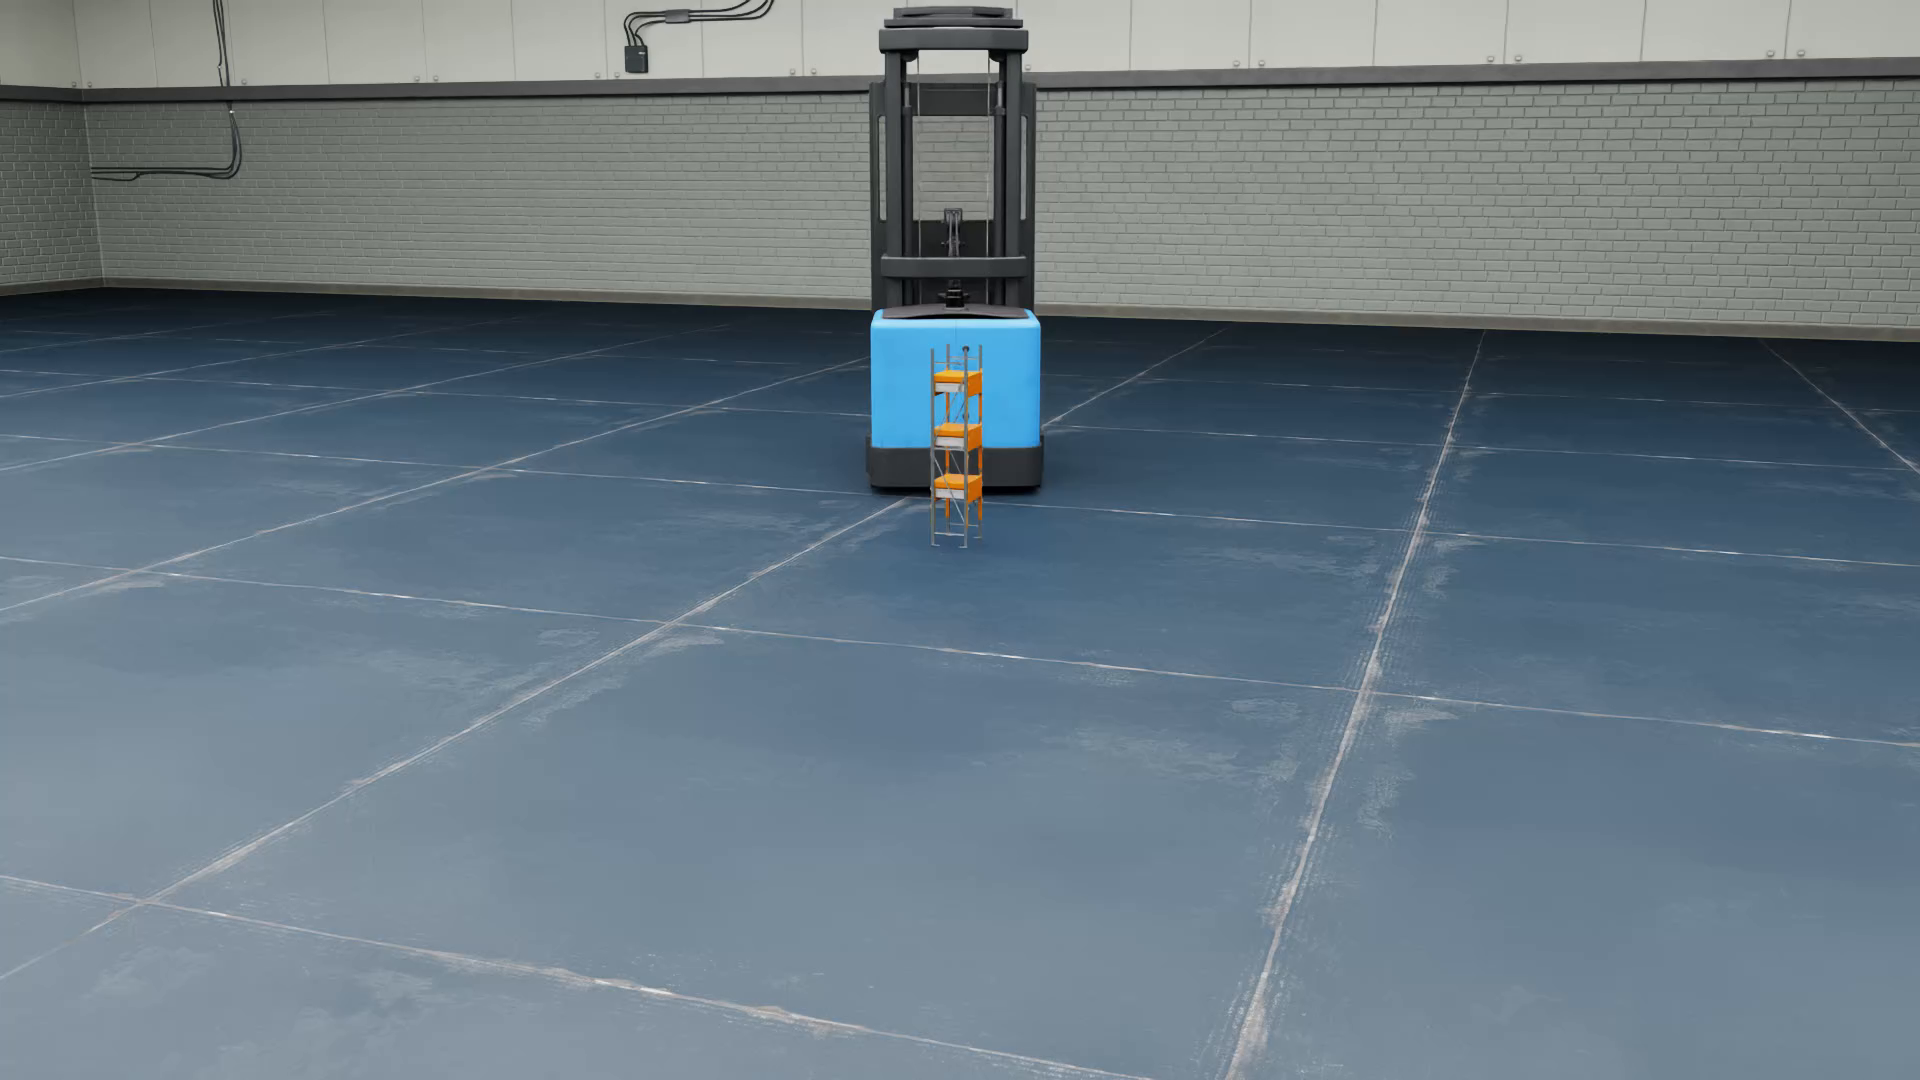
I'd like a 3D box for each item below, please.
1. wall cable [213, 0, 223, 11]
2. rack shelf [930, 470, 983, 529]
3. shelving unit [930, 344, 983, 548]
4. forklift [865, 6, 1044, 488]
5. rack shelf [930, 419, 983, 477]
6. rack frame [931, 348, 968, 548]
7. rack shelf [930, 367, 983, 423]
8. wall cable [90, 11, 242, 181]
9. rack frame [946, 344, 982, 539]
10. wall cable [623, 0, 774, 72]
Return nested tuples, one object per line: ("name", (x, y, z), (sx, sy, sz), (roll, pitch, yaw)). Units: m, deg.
("wall cable", (-9.971, -9.142, 24.448), (3.097, 2.526, 0.112), (4, 14, 18))
("rack shelf", (-0.017, -0.219, 8.886), (0.215, 0.259, 0.240), (4, 14, 18))
("shelving unit", (-0.017, -0.501, 8.822), (0.215, 1.050, 0.252), (4, 14, 18))
("forklift", (-0.053, -2.018, 11.242), (1.130, 2.935, 3.031), (0, 13, -1))
("rack shelf", (-0.017, -0.490, 8.824), (0.215, 0.259, 0.240), (4, 14, 18))
("rack frame", (-0.057, -0.475, 8.709), (0.200, 1.050, 0.008), (4, 14, 18))
("rack shelf", (-0.017, -0.767, 8.761), (0.215, 0.259, 0.240), (4, 14, 18))
("wall cable", (-12.531, -6.875, 25.864), (3.097, 2.526, 0.112), (4, 14, 18))
("rack frame", (0.022, -0.526, 8.934), (0.200, 1.050, 0.008), (4, 14, 18))
("wall cable", (-3.553, -9.360, 22.131), (2.305, 6.003, 0.169), (4, 14, 18))
